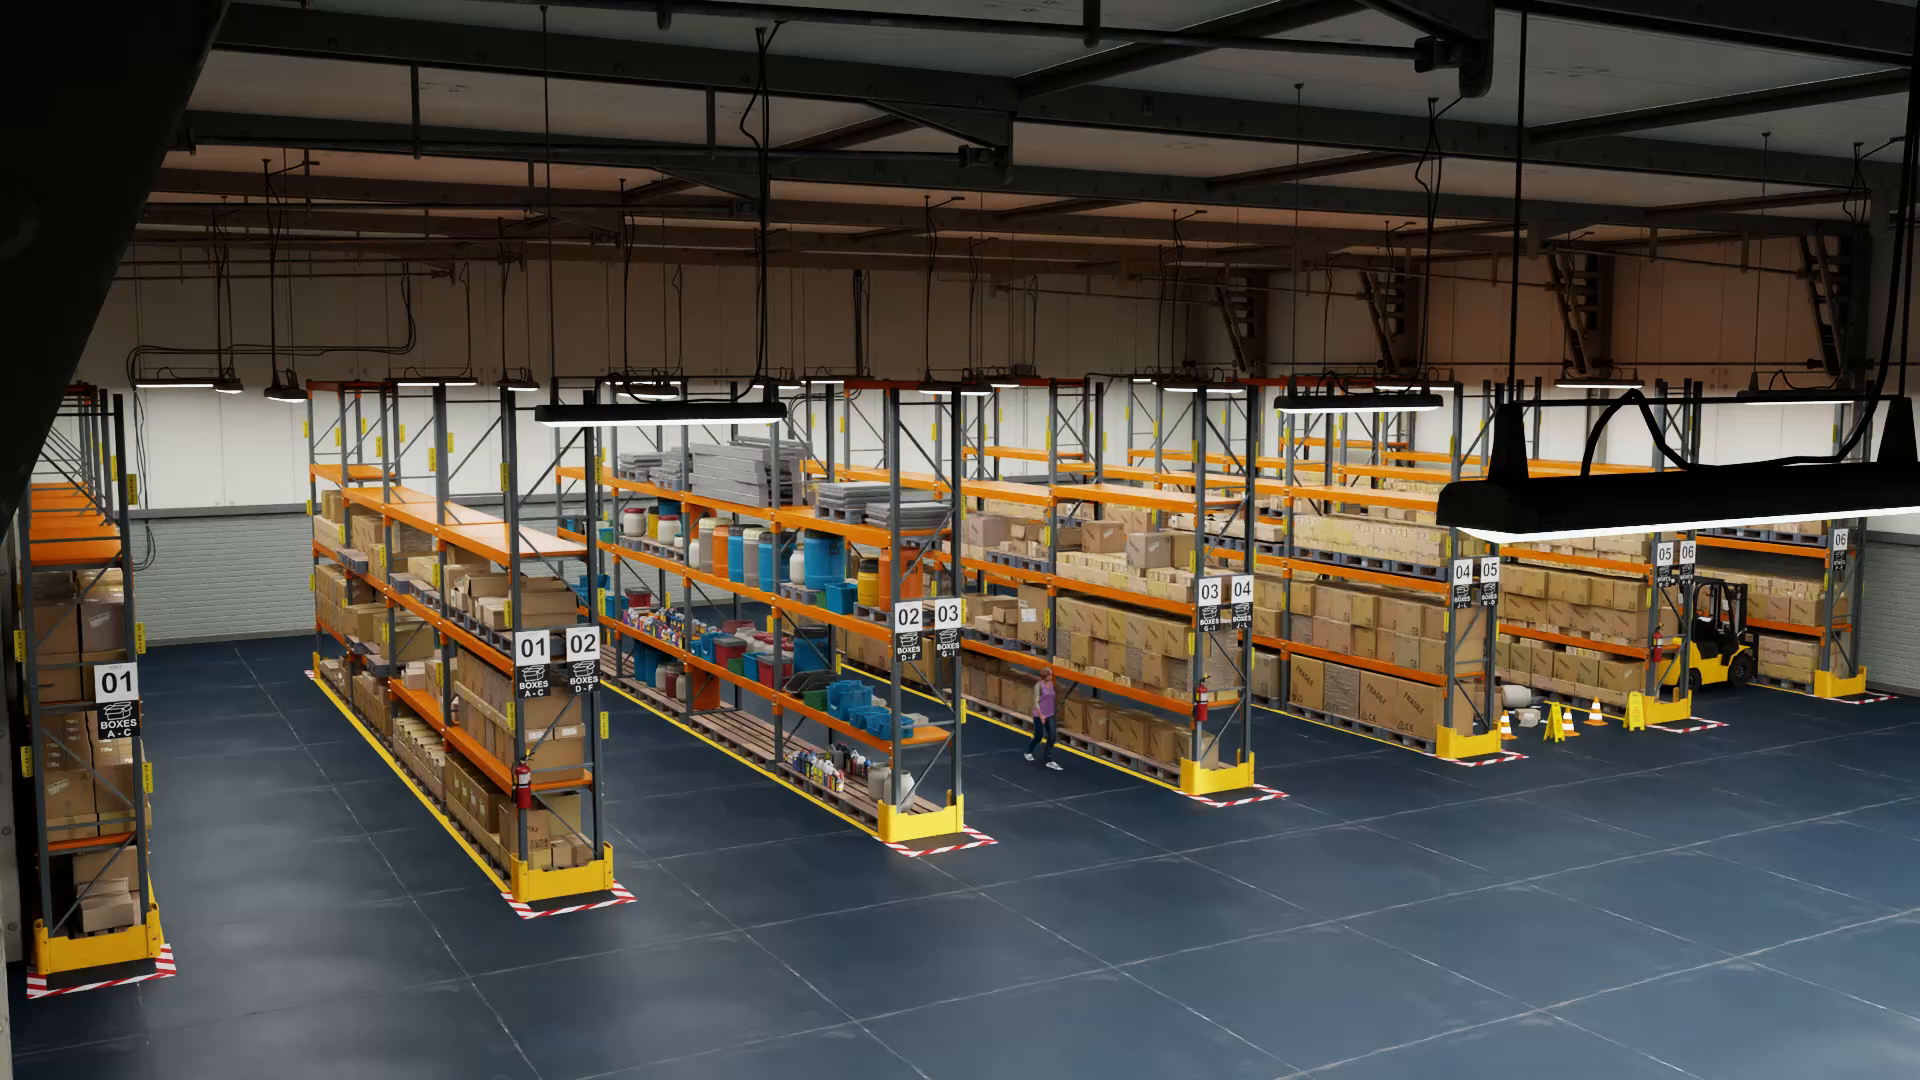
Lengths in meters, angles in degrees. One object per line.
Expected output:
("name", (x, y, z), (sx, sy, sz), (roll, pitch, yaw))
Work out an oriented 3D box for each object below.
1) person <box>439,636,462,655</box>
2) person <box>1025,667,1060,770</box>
("person", (-10.484, 1.816, 34.195), (0.499, 1.771, 0.848), (3, 7, 26))
("person", (1.341, 2.780, 26.176), (0.738, 1.575, 0.504), (6, 8, 43))
